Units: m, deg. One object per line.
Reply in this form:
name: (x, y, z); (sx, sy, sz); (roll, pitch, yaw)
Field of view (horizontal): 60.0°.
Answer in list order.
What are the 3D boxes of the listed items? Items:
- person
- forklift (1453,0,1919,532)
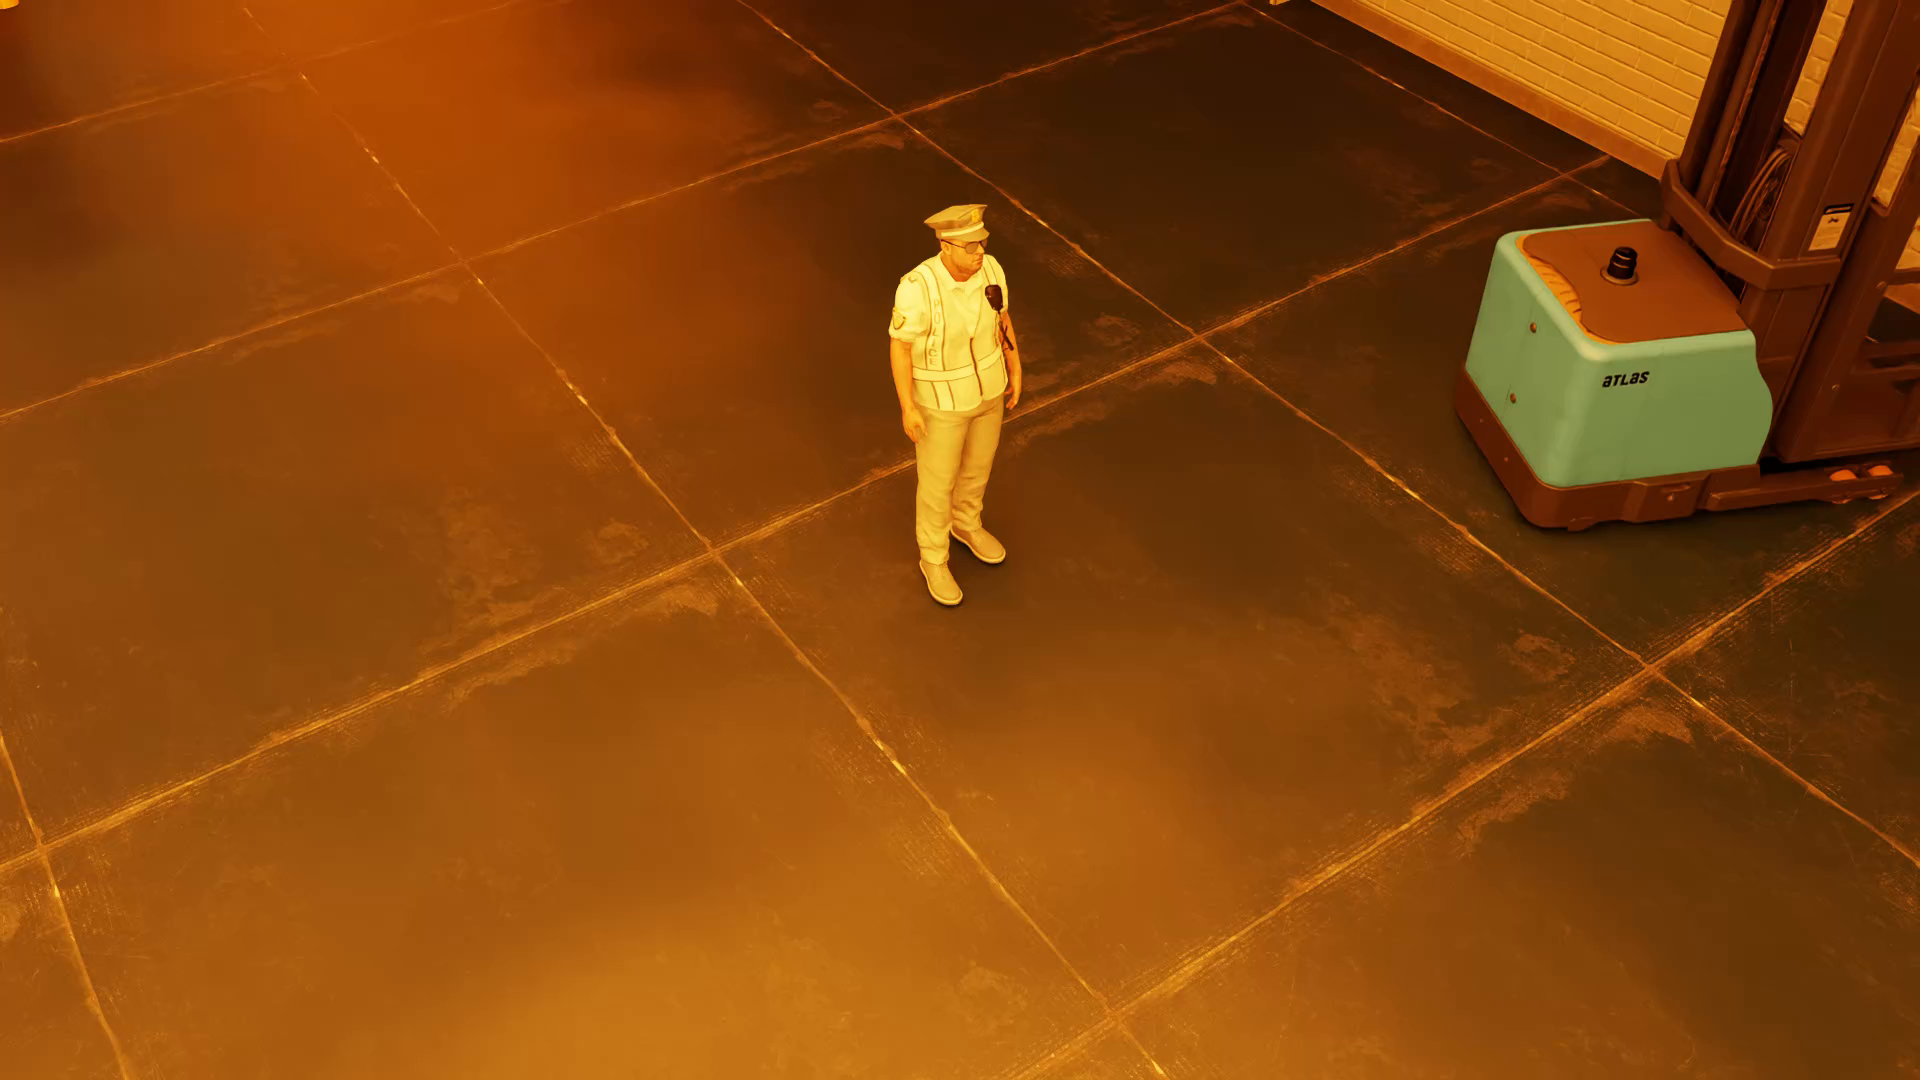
person: (0.035, -0.613, 7.217); (0.641, 1.780, 0.574); (-25, 48, -25)
forklift: (4.091, -1.601, 7.452); (3.031, 2.935, 1.130); (-7, 43, -7)
